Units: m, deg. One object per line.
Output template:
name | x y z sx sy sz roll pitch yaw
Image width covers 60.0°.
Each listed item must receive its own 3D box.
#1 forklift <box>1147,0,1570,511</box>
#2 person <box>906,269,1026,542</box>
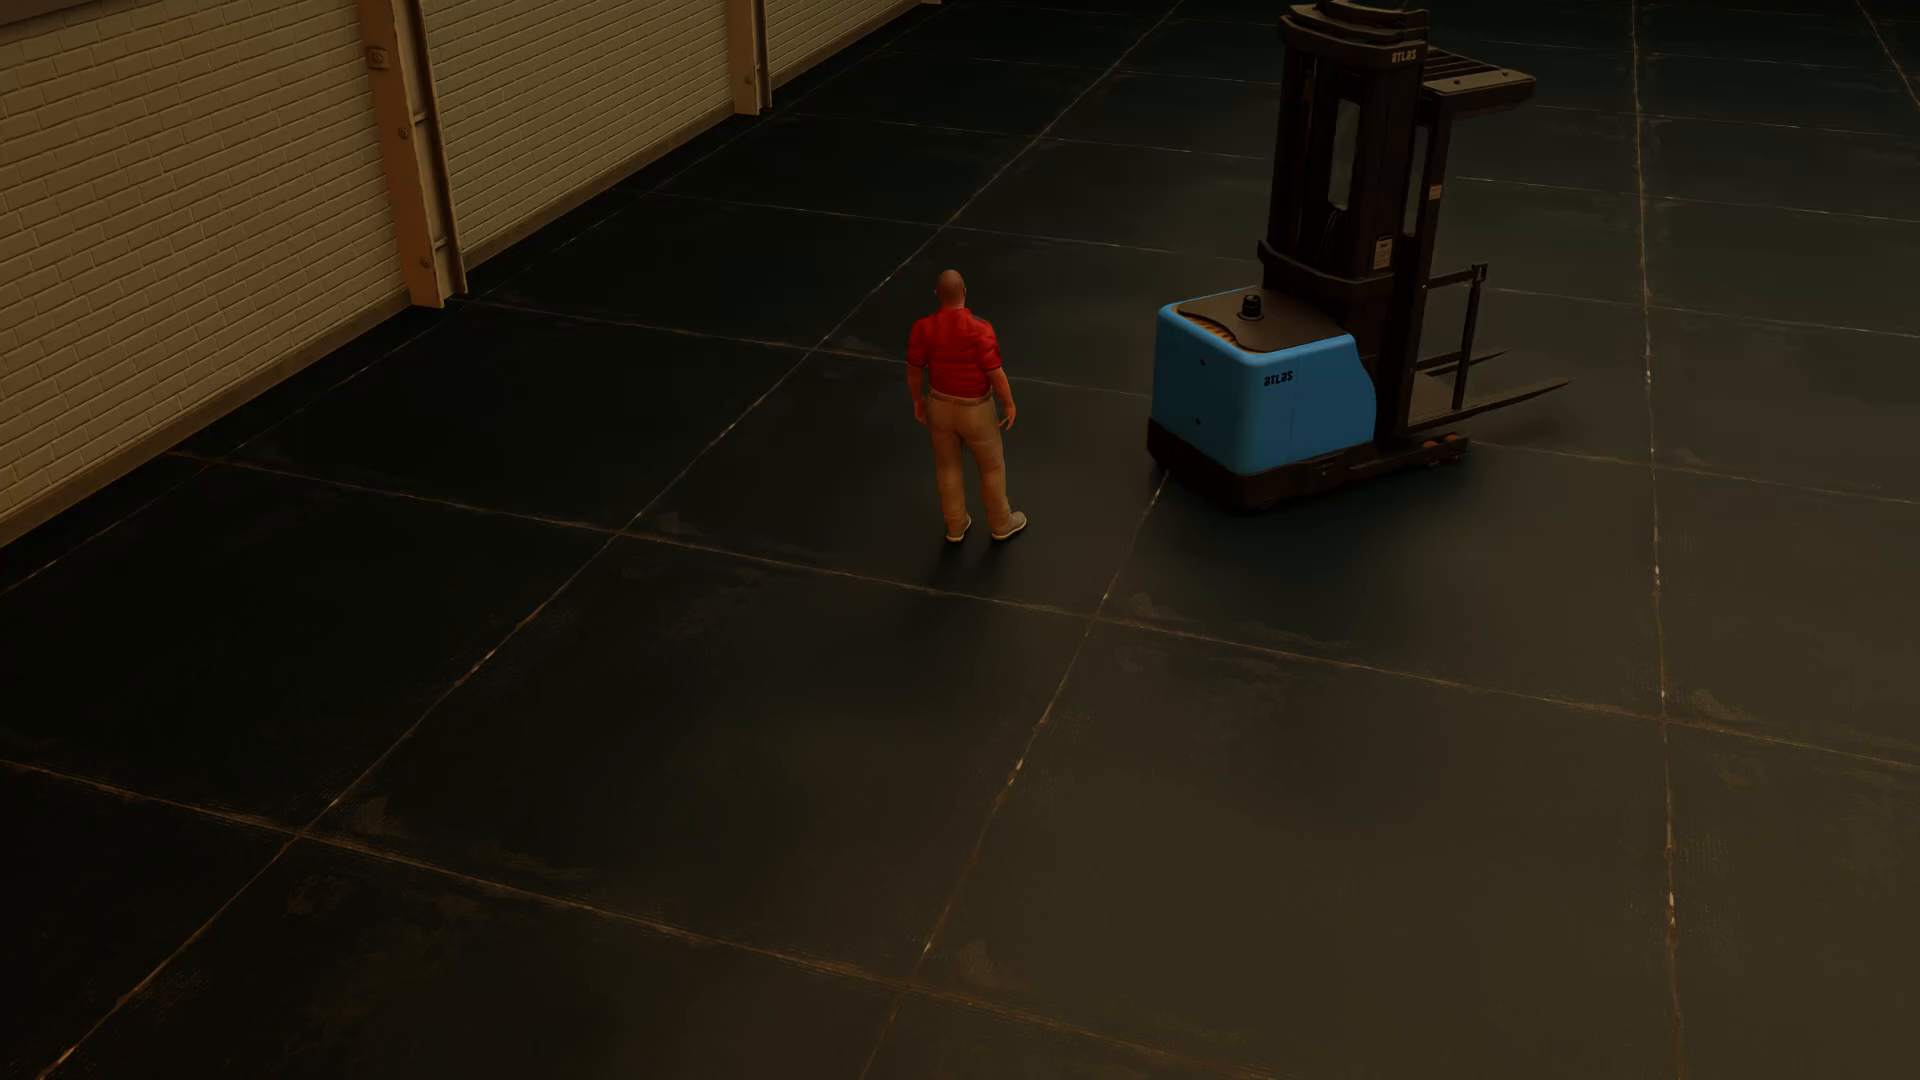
forklift | 2.776 -1.971 10.594 3.031 2.935 1.130 -15 33 -25
person | 0.041 -0.797 9.735 0.640 1.727 0.551 10 31 16
